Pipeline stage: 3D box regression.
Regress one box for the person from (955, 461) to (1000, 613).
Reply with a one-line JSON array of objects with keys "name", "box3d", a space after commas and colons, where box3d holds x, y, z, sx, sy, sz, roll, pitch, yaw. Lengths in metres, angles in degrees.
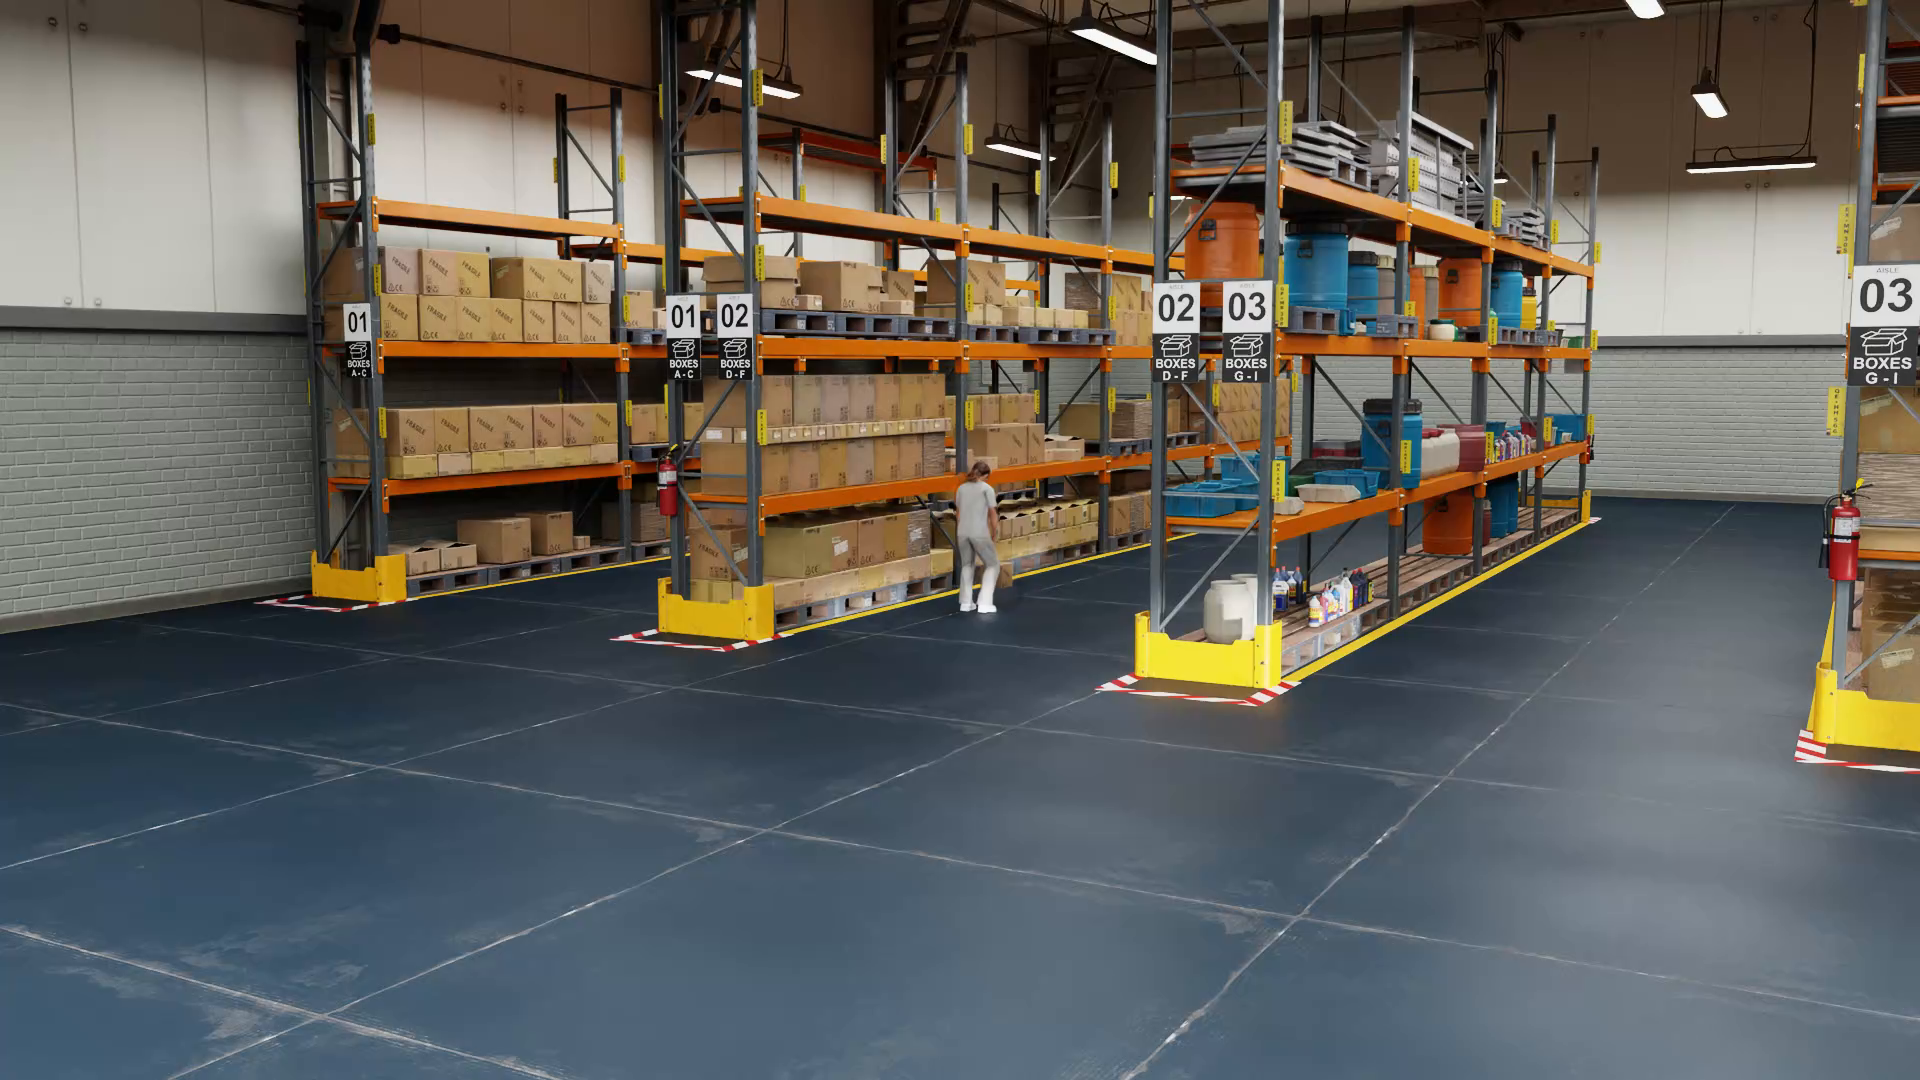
[{"name": "person", "box3d": [0.160, -0.034, 17.270, 0.478, 1.556, 0.489, 3, 7, 28]}]
